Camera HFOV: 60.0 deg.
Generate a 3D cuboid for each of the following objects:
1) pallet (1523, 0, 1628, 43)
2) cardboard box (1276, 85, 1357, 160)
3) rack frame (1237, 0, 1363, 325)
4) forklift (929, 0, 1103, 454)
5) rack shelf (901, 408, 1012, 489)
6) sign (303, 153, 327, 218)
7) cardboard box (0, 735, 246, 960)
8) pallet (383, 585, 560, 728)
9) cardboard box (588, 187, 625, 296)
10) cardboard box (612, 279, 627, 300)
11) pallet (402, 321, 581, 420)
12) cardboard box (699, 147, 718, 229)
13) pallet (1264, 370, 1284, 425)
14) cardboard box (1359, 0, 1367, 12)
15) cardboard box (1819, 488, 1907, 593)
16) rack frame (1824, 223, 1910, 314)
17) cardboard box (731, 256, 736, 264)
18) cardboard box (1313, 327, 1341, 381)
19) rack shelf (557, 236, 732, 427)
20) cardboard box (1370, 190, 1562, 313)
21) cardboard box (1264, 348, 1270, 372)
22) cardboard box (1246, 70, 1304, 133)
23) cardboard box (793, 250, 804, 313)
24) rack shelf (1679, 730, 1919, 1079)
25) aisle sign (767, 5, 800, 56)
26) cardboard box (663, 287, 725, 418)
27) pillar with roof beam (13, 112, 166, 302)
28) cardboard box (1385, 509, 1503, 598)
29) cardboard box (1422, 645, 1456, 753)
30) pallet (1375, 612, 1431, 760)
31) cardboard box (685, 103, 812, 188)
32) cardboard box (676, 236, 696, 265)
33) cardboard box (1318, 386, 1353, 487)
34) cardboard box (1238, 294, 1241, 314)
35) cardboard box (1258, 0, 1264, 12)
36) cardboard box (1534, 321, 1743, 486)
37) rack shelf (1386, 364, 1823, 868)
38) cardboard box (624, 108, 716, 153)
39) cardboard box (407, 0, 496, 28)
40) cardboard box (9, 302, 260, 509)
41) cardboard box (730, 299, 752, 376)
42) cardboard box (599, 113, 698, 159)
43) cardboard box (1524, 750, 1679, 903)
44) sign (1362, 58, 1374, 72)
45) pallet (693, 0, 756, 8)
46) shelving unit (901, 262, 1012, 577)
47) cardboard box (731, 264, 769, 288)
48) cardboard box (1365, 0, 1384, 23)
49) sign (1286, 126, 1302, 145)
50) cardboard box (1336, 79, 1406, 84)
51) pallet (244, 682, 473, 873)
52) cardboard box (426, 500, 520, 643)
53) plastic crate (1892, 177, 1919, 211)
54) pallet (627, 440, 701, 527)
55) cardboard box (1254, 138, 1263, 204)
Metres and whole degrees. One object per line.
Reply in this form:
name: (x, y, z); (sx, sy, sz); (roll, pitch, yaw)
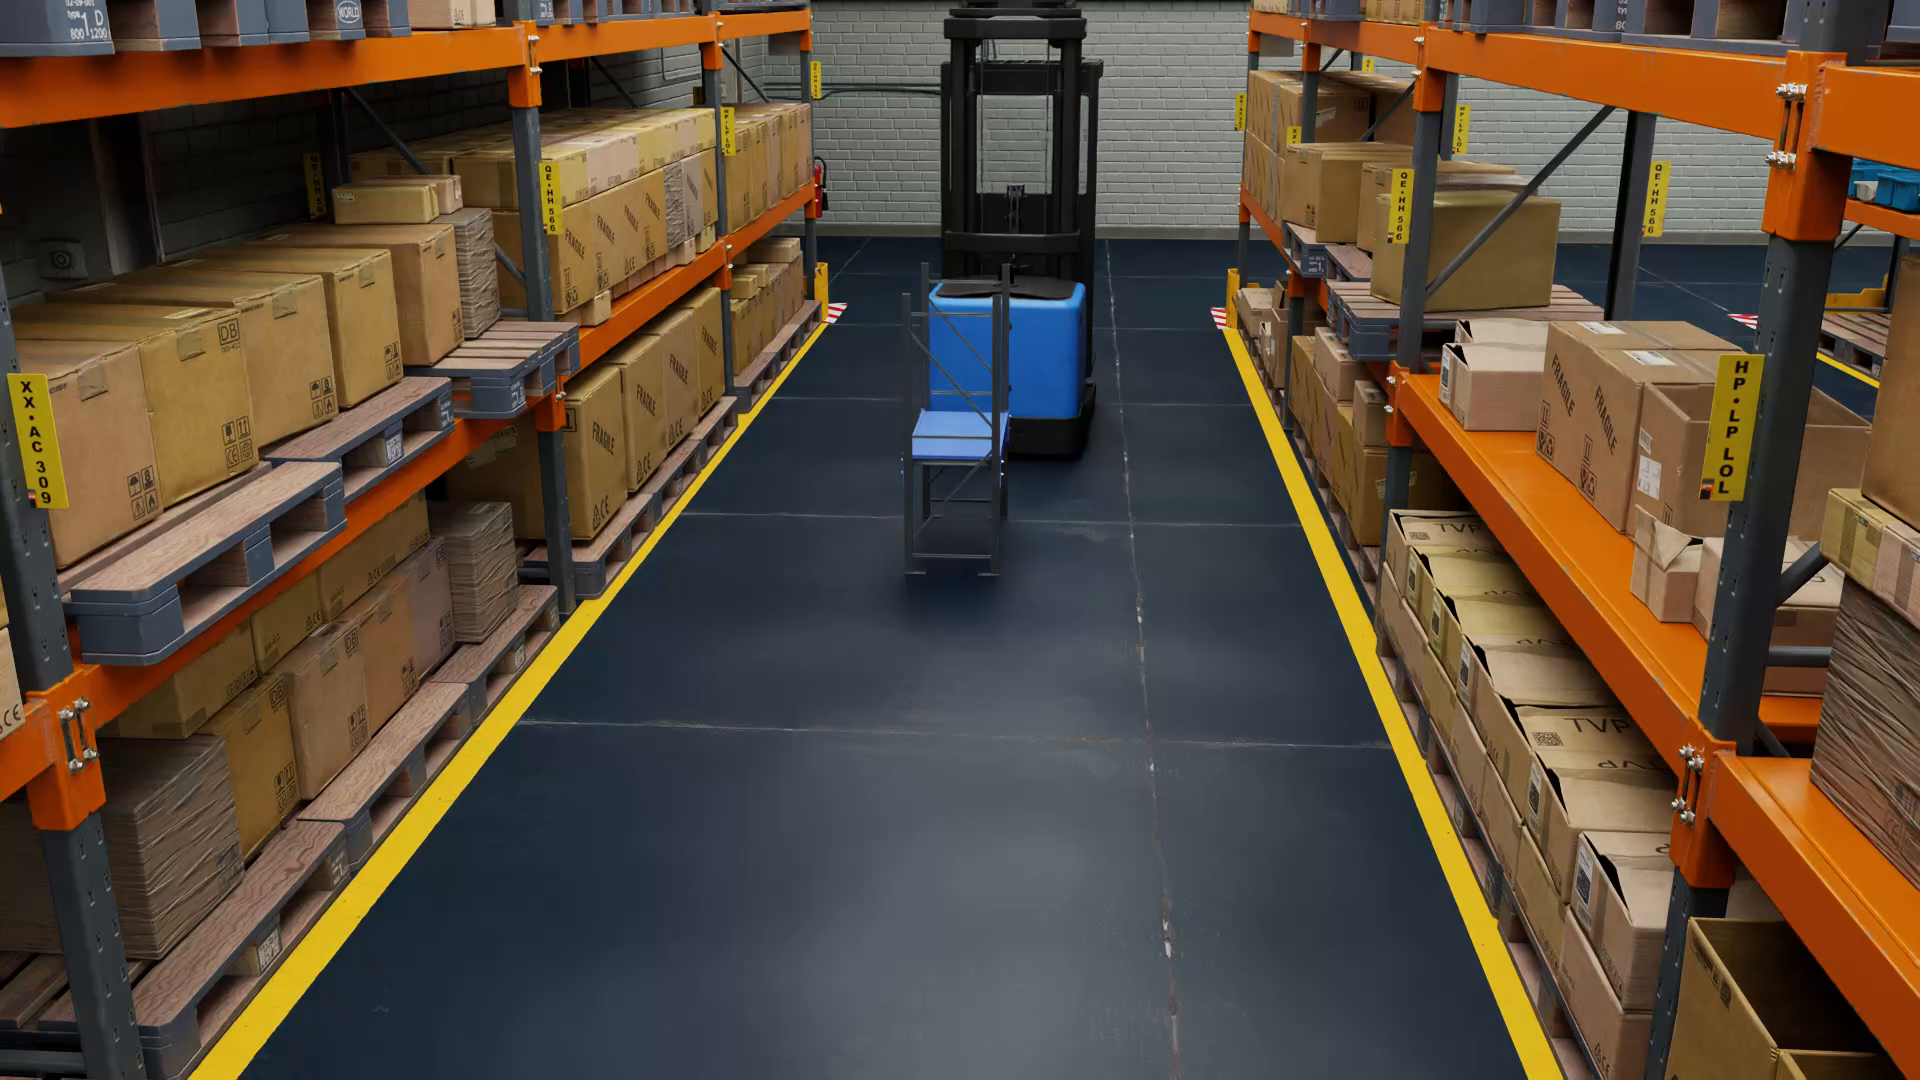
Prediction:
pallet: (2.472, -1.739, 5.397); (1.003, 0.211, 1.213); (2, 18, 6)
cardboard box: (2.607, -3.050, 12.147); (0.500, 0.500, 0.500); (1, 18, 3)
rack frame: (3.082, -3.448, 15.127); (1.000, 3.000, 0.127); (1, 18, 4)
forklift: (0.441, -2.369, 11.945); (1.130, 2.935, 3.031); (2, 18, 7)
rack shelf: (-0.006, -0.515, 9.165); (0.538, 0.185, 1.000); (1, 18, 4)
sign: (-2.987, -1.634, 7.733); (0.100, 0.325, 0.005); (1, 18, 4)
cardboard box: (-2.683, 0.920, 5.107); (0.700, 0.500, 0.500); (2, 18, 6)
pallet: (-2.490, 0.495, 7.572); (1.003, 0.211, 1.213); (1, 18, 4)
cardboard box: (-2.096, -1.578, 8.752); (0.500, 0.500, 0.500); (2, 18, 6)
cardboard box: (-2.114, -1.460, 9.432); (0.380, 0.149, 0.250); (2, 18, 5)
pallet: (-2.378, -0.758, 7.226); (1.213, 0.211, 1.003); (1, 18, 4)
cardboard box: (-1.928, -2.364, 11.150); (0.500, 0.500, 0.500); (1, 18, 3)
pallet: (2.845, -1.093, 12.421); (1.003, 0.211, 1.213); (1, 18, 4)
cardboard box: (2.565, -3.716, 11.371); (0.500, 0.250, 0.500); (1, 18, 4)
cardboard box: (2.009, 0.003, 3.395); (0.380, 0.149, 0.250); (1, 18, 4)
rack frame: (8.022, -3.336, 14.786); (1.000, 3.000, 0.127); (1, 18, 4)
cardboard box: (-2.089, -2.307, 13.944); (0.380, 0.149, 0.250); (1, 18, 4)
cardboard box: (2.446, -1.127, 10.150); (0.500, 0.250, 0.500); (1, 18, 4)
rack shelf: (-2.289, -1.352, 9.886); (1.077, 0.370, 4.000); (1, 18, 4)
cardboard box: (2.441, -1.408, 8.068); (0.700, 0.500, 0.500); (-5, 19, -15)
cardboard box: (2.520, -1.361, 12.630); (0.380, 0.149, 0.250); (1, 18, 4)
cardboard box: (2.787, -3.838, 14.553); (0.500, 0.500, 0.500); (2, 18, 6)
cardboard box: (-1.810, -2.349, 15.115); (0.700, 0.500, 0.500); (1, 18, 4)
rack shelf: (2.078, 1.242, 1.970); (1.077, 0.370, 4.000); (1, 18, 4)
aisle sign: (-1.555, -4.808, 15.104); (0.394, 0.787, 0.004); (1, 18, 4)
cardboard box: (-2.063, -1.288, 11.314); (0.750, 0.750, 0.750); (1, 18, 5)
pillar with roof beam: (0.905, -3.443, 5.478); (9.100, 9.000, 0.400); (1, 18, 4)
cardboard box: (2.178, 0.034, 7.344); (0.500, 0.311, 0.500); (2, 18, 6)
cardboard box: (2.112, 0.618, 6.461); (0.500, 0.250, 0.500); (1, 18, 2)
pallet: (2.410, 0.617, 7.201); (1.003, 0.211, 1.213); (1, 18, 4)
cardboard box: (-1.886, -3.541, 14.931); (0.980, 0.700, 0.700); (2, 18, 6)
cardboard box: (-1.906, -1.852, 10.629); (0.380, 0.149, 0.250); (1, 18, 4)
cardboard box: (2.410, -0.604, 9.756); (0.500, 0.500, 0.500); (1, 18, 2)
cardboard box: (2.691, -2.110, 14.890); (0.380, 0.166, 0.250); (1, 18, 4)
cardboard box: (2.743, -4.493, 13.741); (0.500, 0.250, 0.500); (1, 18, 4)
cardboard box: (2.404, -0.489, 5.938); (0.500, 0.500, 0.500); (0, 18, 1)
rack shelf: (2.365, 0.000, 5.761); (1.077, 0.370, 4.000); (1, 18, 4)
cardboard box: (-1.924, -2.719, 11.028); (0.500, 0.250, 0.500); (2, 18, 5)
cardboard box: (-2.215, -2.235, 6.721); (0.500, 0.311, 0.500); (1, 18, 4)
cardboard box: (-2.602, -0.417, 5.012); (0.700, 0.500, 0.500); (3, 18, 10)
cardboard box: (-1.990, -1.556, 12.696); (0.700, 0.500, 0.500); (2, 18, 5)
cardboard box: (-1.971, -2.560, 10.544); (0.500, 0.250, 0.500); (2, 18, 5)
cardboard box: (1.996, 0.826, 4.926); (0.500, 0.311, 0.500); (2, 18, 5)
sign: (3.634, -4.129, 14.841); (0.100, 0.325, 0.005); (1, 18, 4)
pallet: (-2.077, -3.952, 11.991); (1.003, 0.211, 1.213); (1, 18, 4)
shelving unit: (-0.006, -0.686, 9.109); (0.538, 1.500, 1.048); (1, 18, 4)
cardboard box: (-1.746, -2.129, 13.402); (0.380, 0.149, 0.250); (1, 18, 2)
cardboard box: (2.580, -2.892, 8.454); (0.910, 0.500, 0.500); (1, 18, 4)
sign: (2.253, -2.626, 11.231); (0.100, 0.325, 0.005); (1, 18, 4)
cardboard box: (3.220, -3.348, 13.058); (0.500, 0.500, 0.500); (2, 18, 6)
pallet: (-2.580, 0.873, 6.419); (1.003, 0.211, 1.213); (1, 18, 4)
cardboard box: (-2.432, 0.131, 7.513); (0.700, 0.500, 0.500); (2, 18, 5)
plastic crate: (7.560, -2.713, 13.059); (0.416, 0.233, 0.300); (1, 18, 4)
pallet: (-2.211, -0.368, 10.208); (1.003, 0.211, 1.213); (1, 18, 4)
cardboard box: (2.717, -3.047, 13.744); (0.500, 0.500, 0.500); (1, 18, 4)
